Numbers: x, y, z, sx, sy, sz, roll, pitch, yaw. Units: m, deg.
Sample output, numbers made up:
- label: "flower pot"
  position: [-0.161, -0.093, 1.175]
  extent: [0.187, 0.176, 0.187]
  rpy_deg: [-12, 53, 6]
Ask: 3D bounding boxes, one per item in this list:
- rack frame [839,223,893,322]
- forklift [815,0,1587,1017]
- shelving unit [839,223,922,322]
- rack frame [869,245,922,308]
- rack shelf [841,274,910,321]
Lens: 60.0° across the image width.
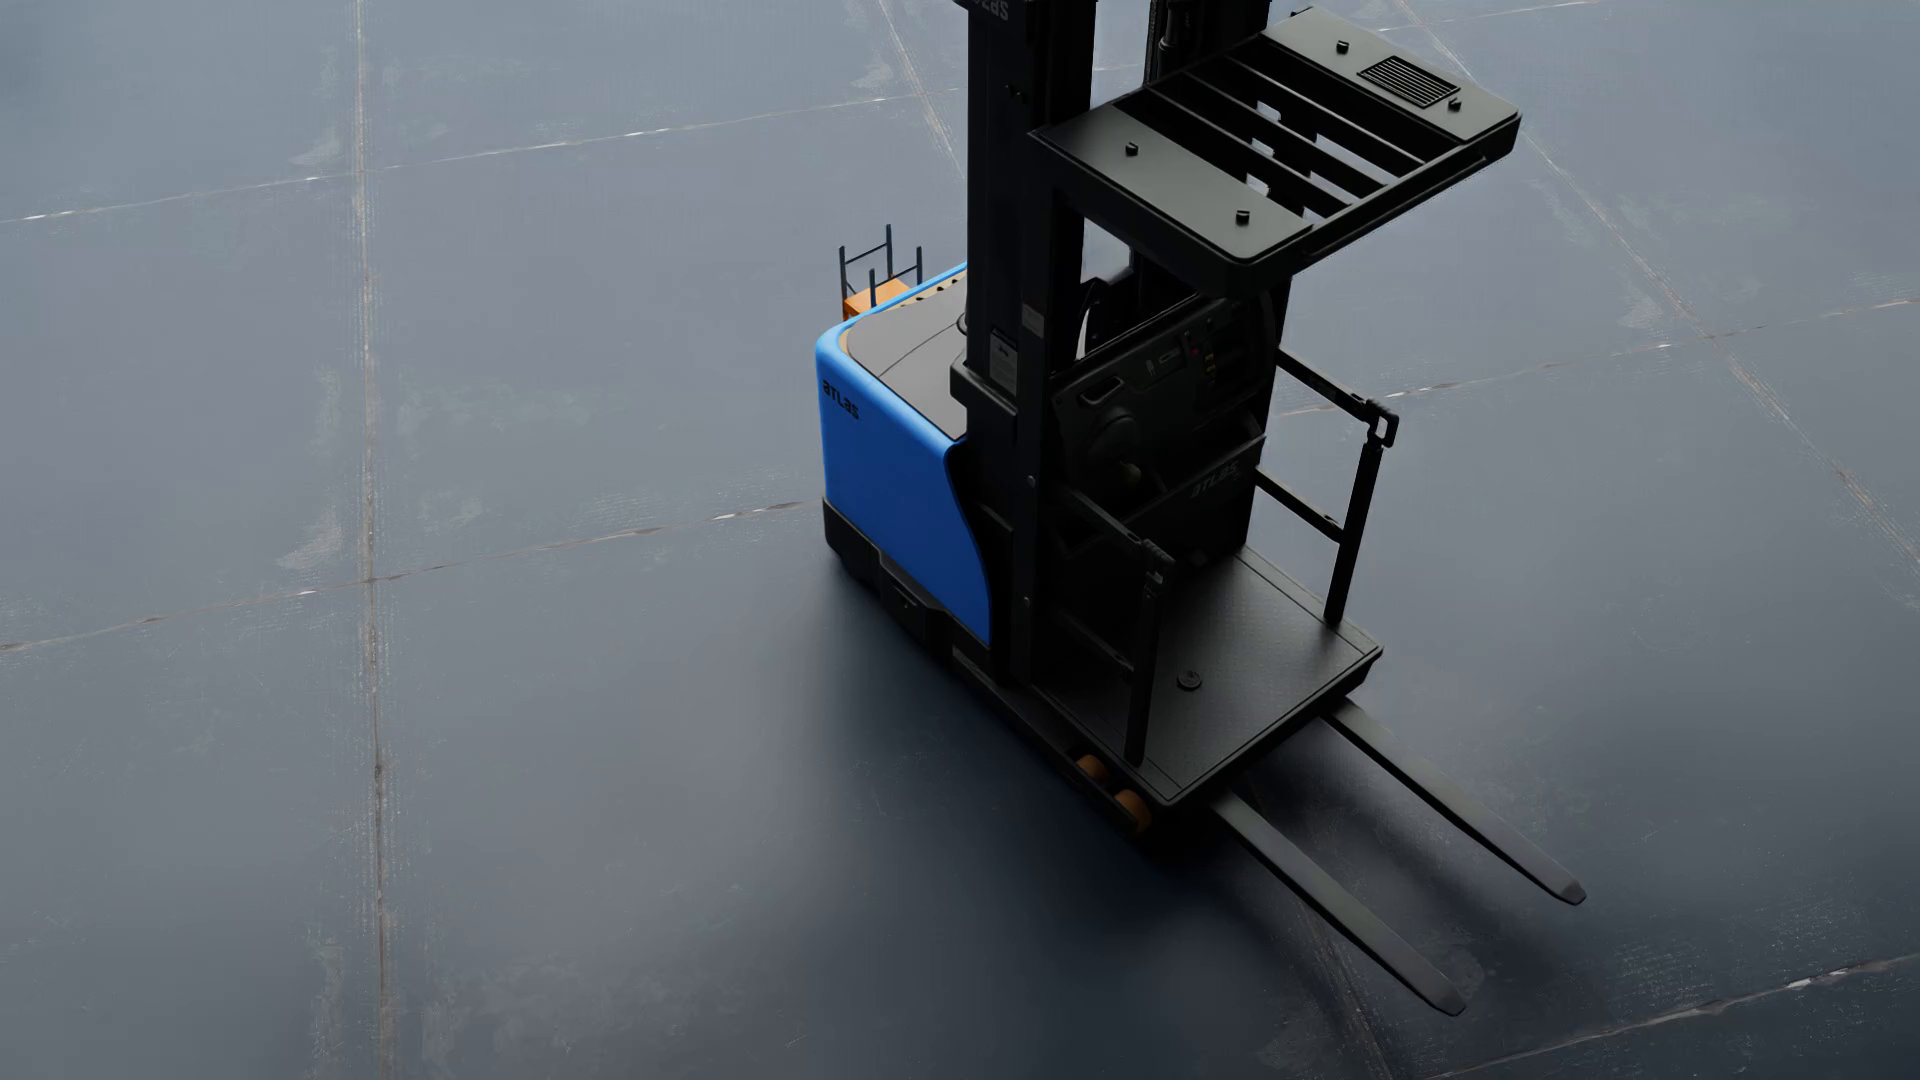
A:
- label: "rack frame"
  position: [-0.353, -0.713, 6.608]
  extent: [0.240, 1.200, 0.006]
  rpy_deg: [-31, 53, -27]
- label: "forklift"
  position: [0.786, -0.412, 5.102]
  extent: [1.130, 2.935, 3.031]
  rpy_deg: [-31, 53, -27]
- label: "shelving unit"
  position: [-0.294, -0.662, 6.559]
  extent: [0.258, 1.200, 0.189]
  rpy_deg: [-31, 53, -27]
- label: "rack frame"
  position: [-0.236, -0.612, 6.510]
  extent: [0.240, 1.200, 0.006]
  rpy_deg: [-31, 53, -27]
- label: "rack shelf"
  position: [-0.294, -0.883, 6.334]
  extent: [0.258, 0.103, 0.180]
  rpy_deg: [-31, 53, -27]
